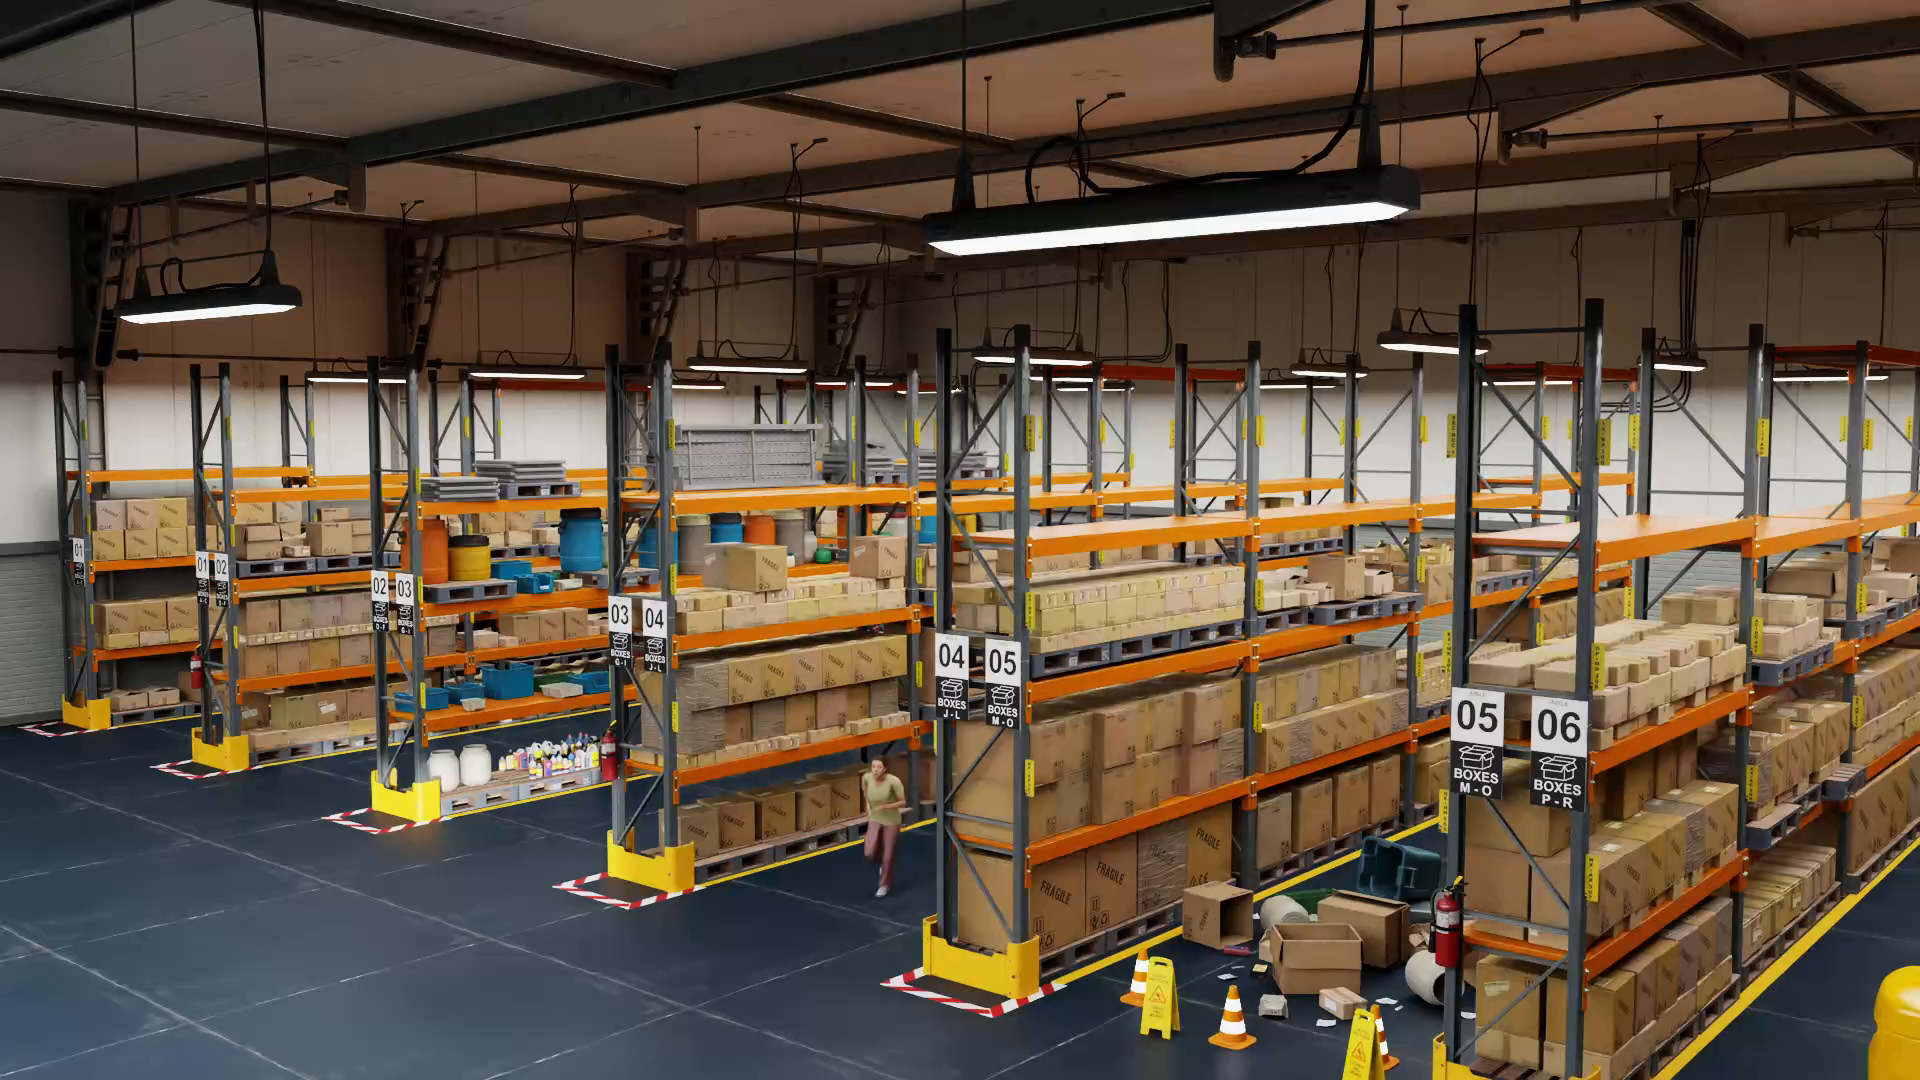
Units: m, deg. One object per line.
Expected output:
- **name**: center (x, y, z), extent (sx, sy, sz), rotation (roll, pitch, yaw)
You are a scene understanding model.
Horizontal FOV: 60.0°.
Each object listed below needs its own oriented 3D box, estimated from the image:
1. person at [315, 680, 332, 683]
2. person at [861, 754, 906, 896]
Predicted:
- **person**: center (-10.912, 2.244, 28.653), extent (0.700, 1.720, 0.592), rotation (1, 4, 19)
- **person**: center (-0.850, 3.079, 17.946), extent (0.568, 1.592, 0.659), rotation (1, 4, 14)
